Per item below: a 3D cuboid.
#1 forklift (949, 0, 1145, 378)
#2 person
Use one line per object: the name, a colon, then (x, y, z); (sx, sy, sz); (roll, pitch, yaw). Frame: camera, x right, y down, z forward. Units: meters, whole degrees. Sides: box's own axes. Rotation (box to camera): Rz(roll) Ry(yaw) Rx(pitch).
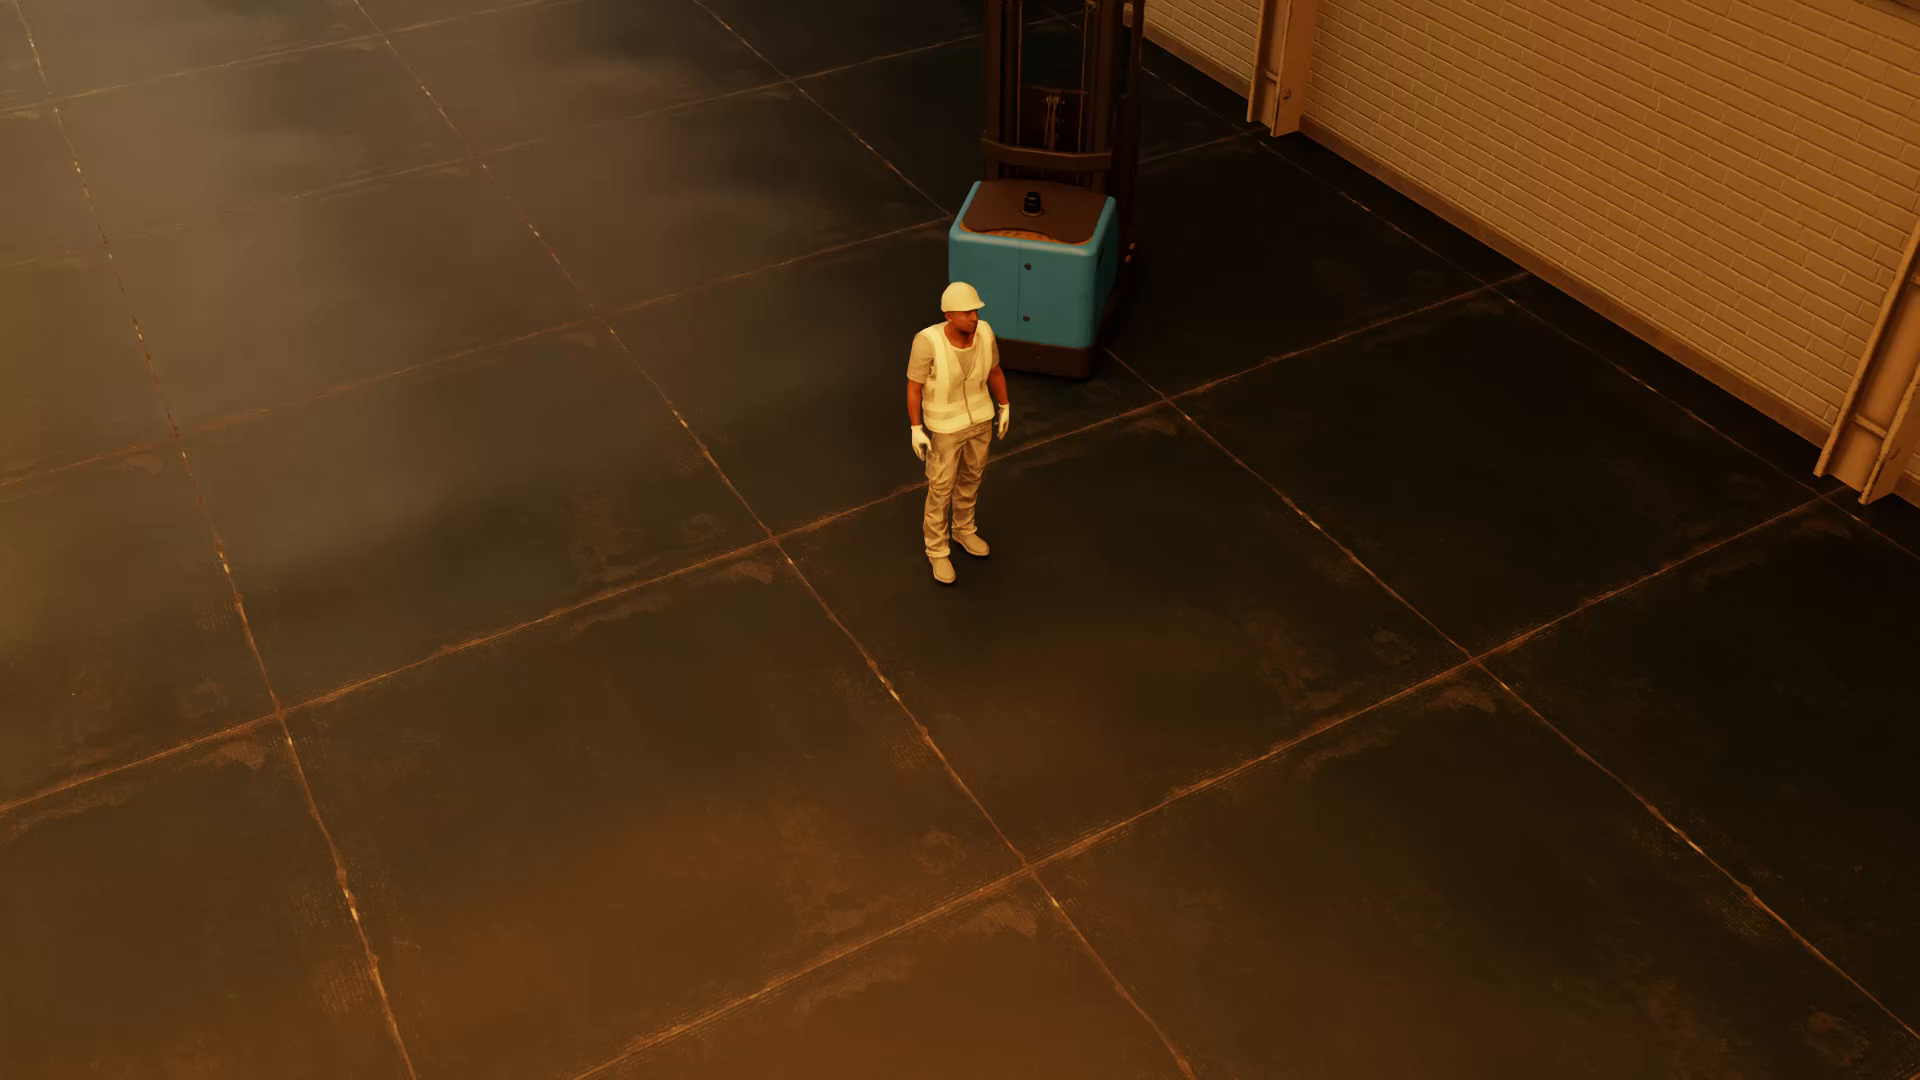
forklift: (0.763, -3.203, 11.897); (1.130, 2.935, 3.031); (9, 41, 11)
person: (0.029, -0.649, 9.706); (0.656, 1.785, 0.575); (-20, 44, -23)
